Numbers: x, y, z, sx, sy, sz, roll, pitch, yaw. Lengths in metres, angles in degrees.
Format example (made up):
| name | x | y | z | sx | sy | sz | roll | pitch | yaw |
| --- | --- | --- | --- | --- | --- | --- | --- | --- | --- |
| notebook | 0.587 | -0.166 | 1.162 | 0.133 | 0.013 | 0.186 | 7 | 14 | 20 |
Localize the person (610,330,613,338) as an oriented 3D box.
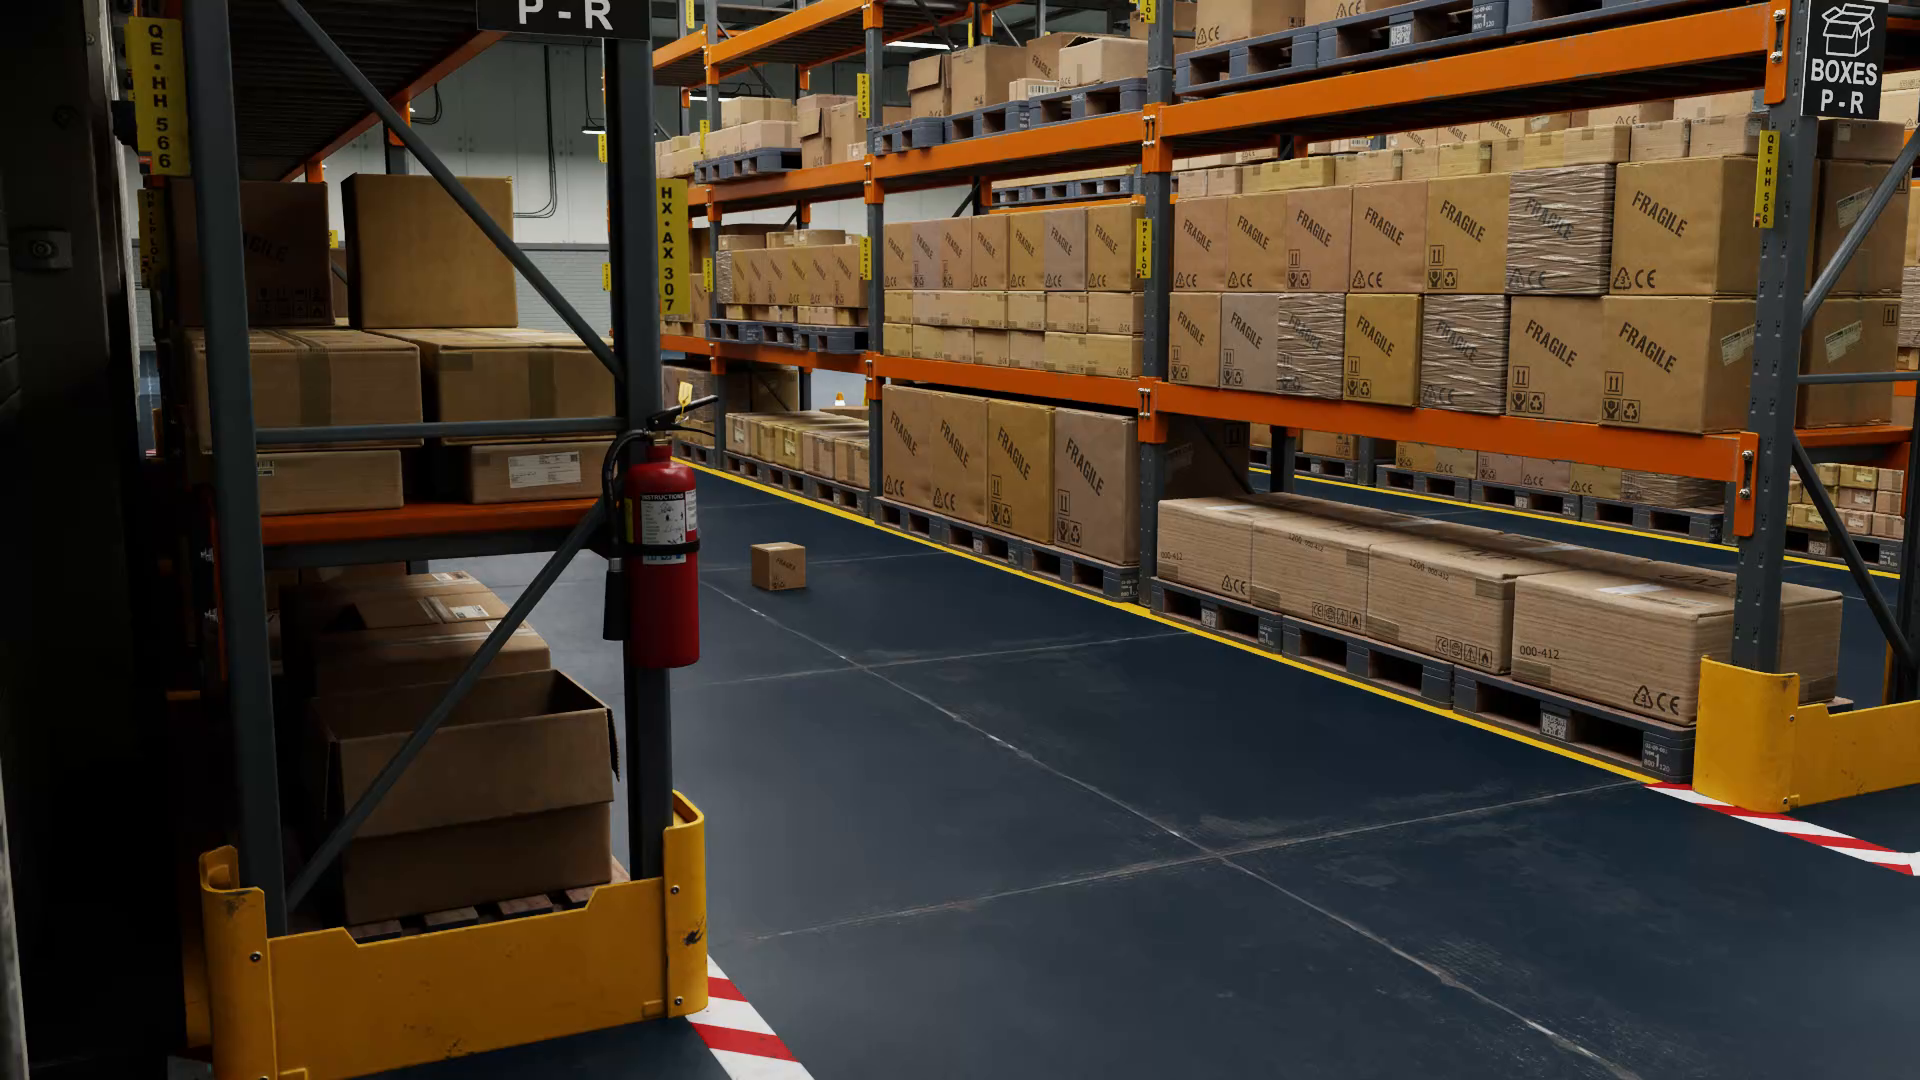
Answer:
| name | x | y | z | sx | sy | sz | roll | pitch | yaw |
| --- | --- | --- | --- | --- | --- | --- | --- | --- | --- |
| person | -2.410 | -0.786 | 11.962 | 0.405 | 1.540 | 0.943 | -4 | 10 | -26 |
